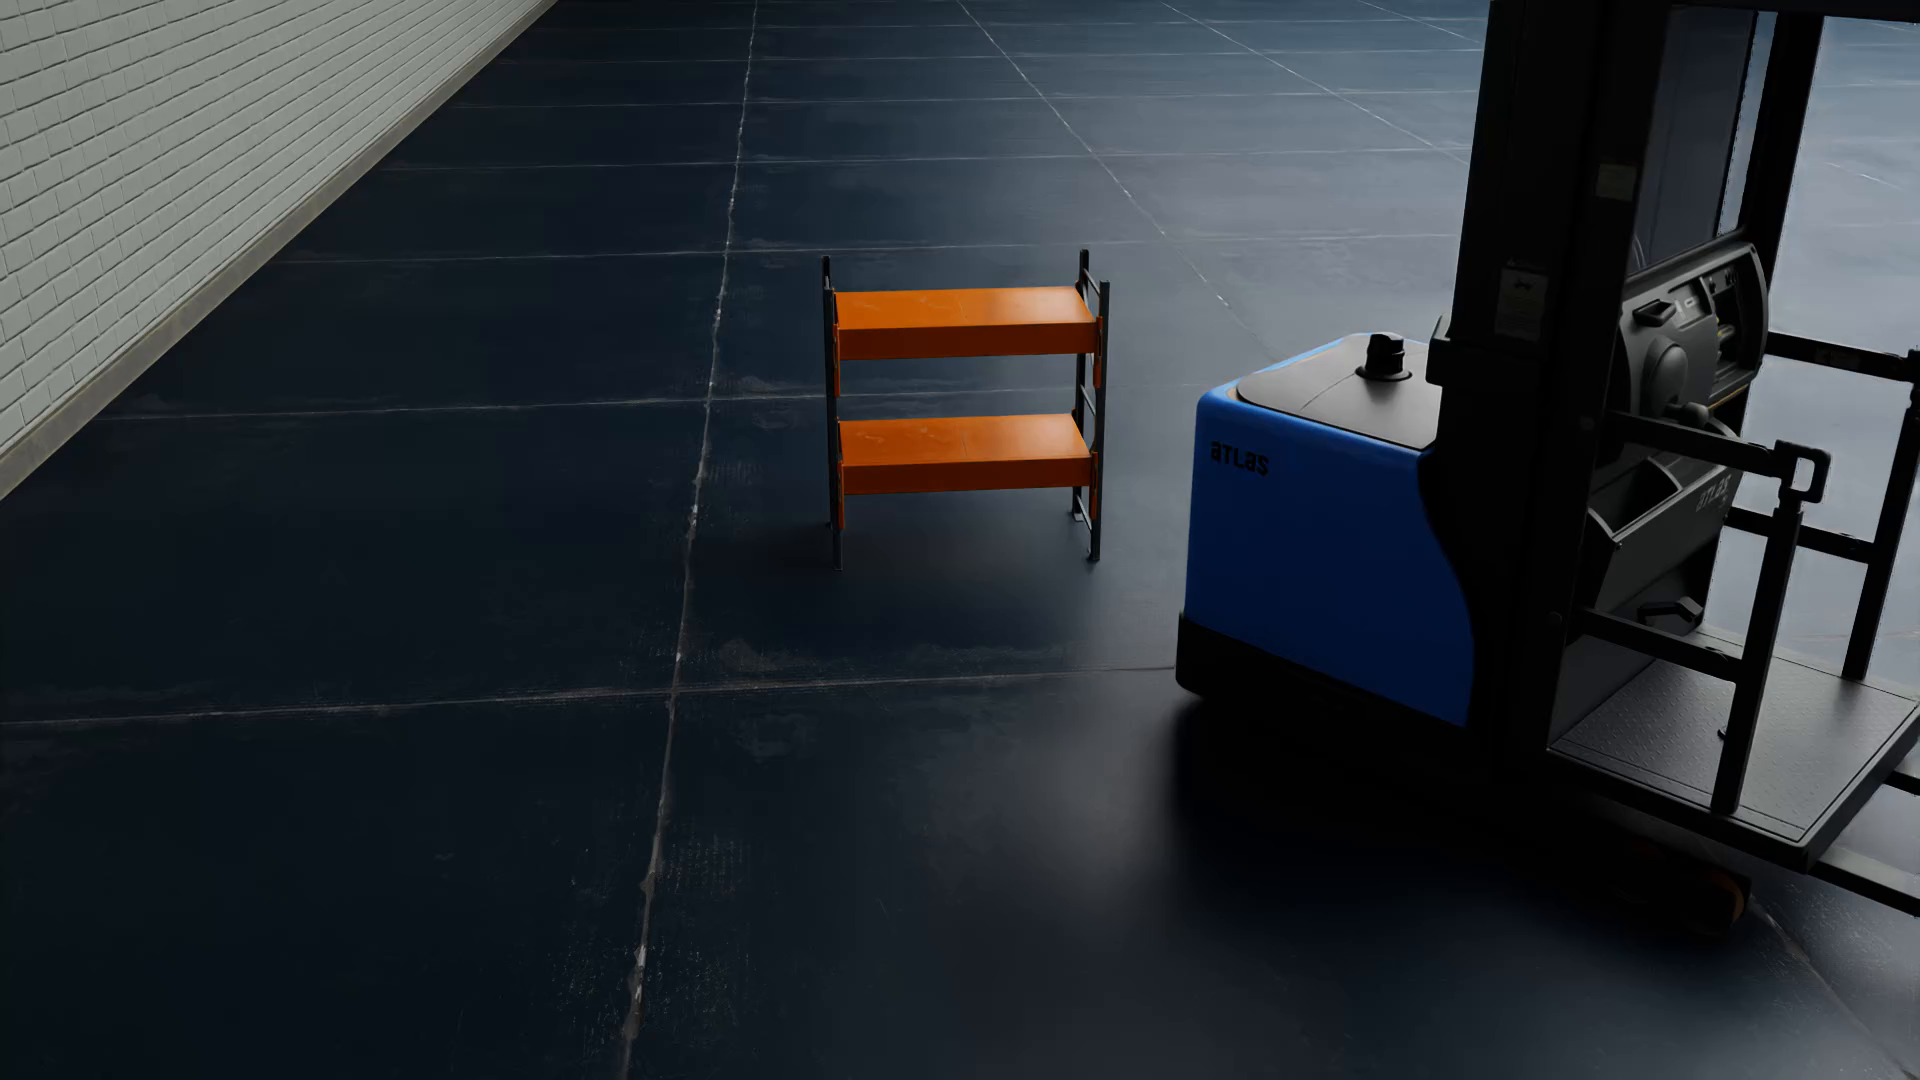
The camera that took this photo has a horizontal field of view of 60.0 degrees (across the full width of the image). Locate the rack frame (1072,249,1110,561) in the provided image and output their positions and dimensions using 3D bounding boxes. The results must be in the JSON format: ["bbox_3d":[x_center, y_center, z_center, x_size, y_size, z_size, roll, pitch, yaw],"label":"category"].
[{"bbox_3d":[0.513,-0.535,6.568,0.032,1.125,0.500,-2,24,-5],"label":"rack frame"}]

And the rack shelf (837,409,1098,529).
[{"bbox_3d":[0.007,-0.291,6.621,1.000,0.278,0.538,-2,24,-5],"label":"rack shelf"}]

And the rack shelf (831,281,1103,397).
[{"bbox_3d":[0.007,-0.782,6.403,1.000,0.278,0.538,-2,24,-5],"label":"rack shelf"}]

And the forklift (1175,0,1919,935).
[{"bbox_3d":[2.127,-0.536,4.346,3.031,2.935,1.130,21,32,39],"label":"forklift"}]

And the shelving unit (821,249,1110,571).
[{"bbox_3d":[0.007,-0.514,6.522,1.048,1.125,0.538,-2,24,-5],"label":"shelving unit"}]

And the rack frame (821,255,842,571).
[{"bbox_3d":[-0.499,-0.494,6.476,0.032,1.125,0.500,-2,24,-5],"label":"rack frame"}]
